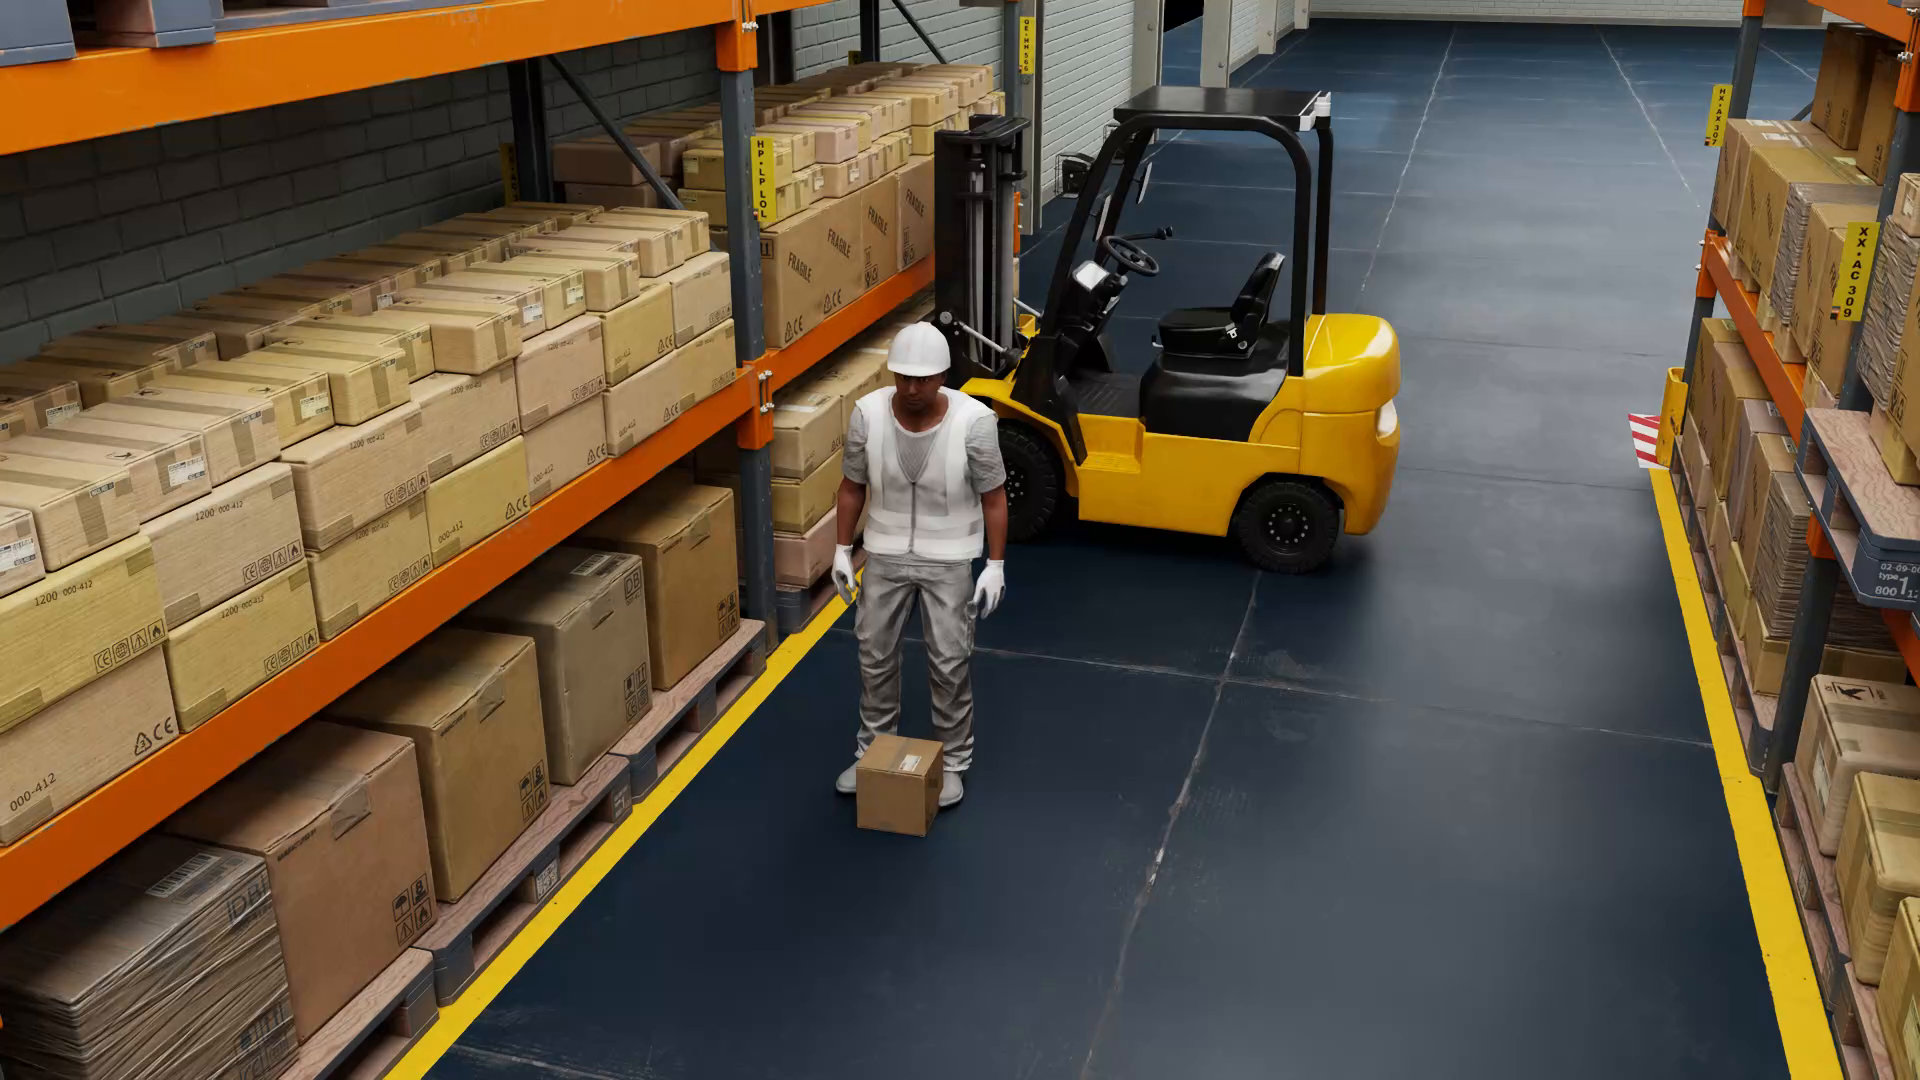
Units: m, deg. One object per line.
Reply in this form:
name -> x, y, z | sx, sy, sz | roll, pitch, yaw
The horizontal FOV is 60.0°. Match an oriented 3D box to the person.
person -> -0.145, 0.086, 5.859 | 0.625, 1.773, 0.451 | 5, 22, 12
